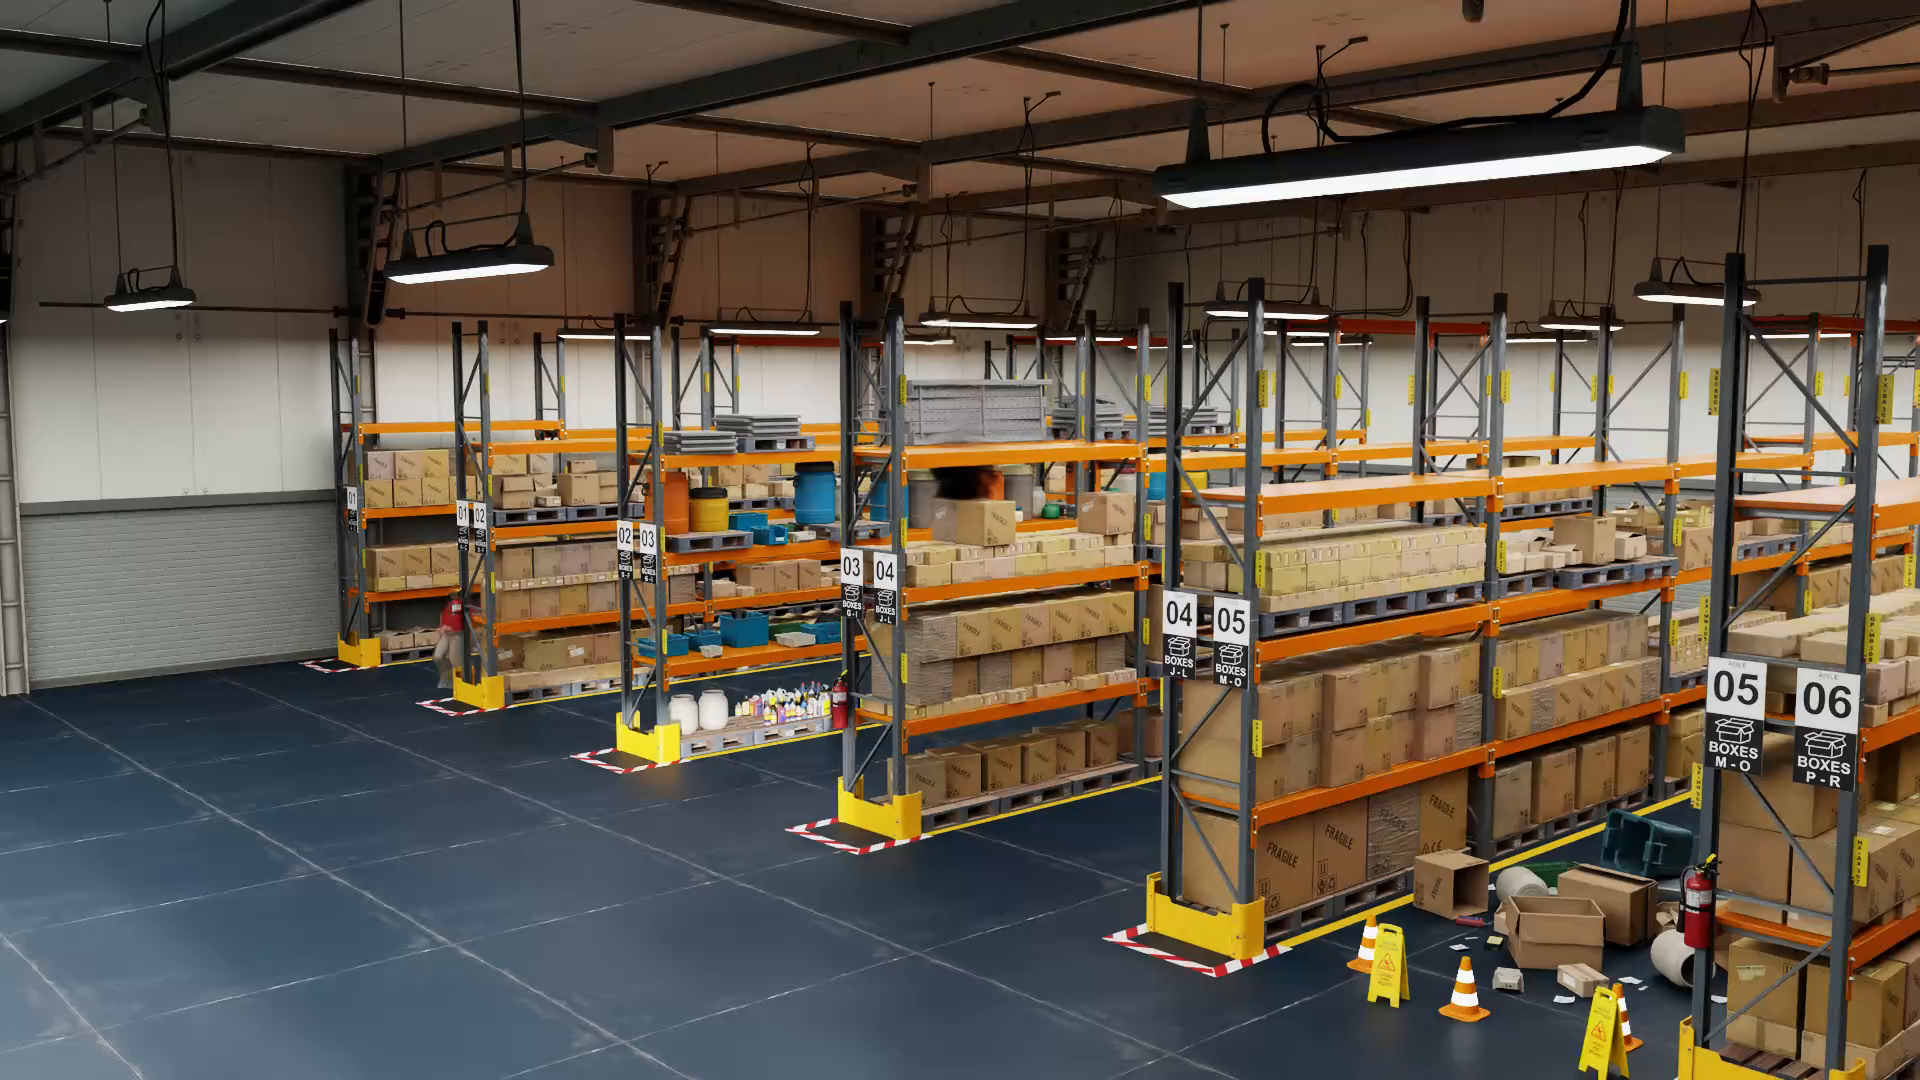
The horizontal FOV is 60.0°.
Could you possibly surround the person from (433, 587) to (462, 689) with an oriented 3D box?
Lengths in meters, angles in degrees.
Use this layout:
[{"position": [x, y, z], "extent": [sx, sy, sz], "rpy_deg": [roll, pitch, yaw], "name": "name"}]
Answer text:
[{"position": [-8.327, 1.638, 27.364], "extent": [0.671, 1.743, 0.642], "rpy_deg": [3, 7, 30], "name": "person"}]
